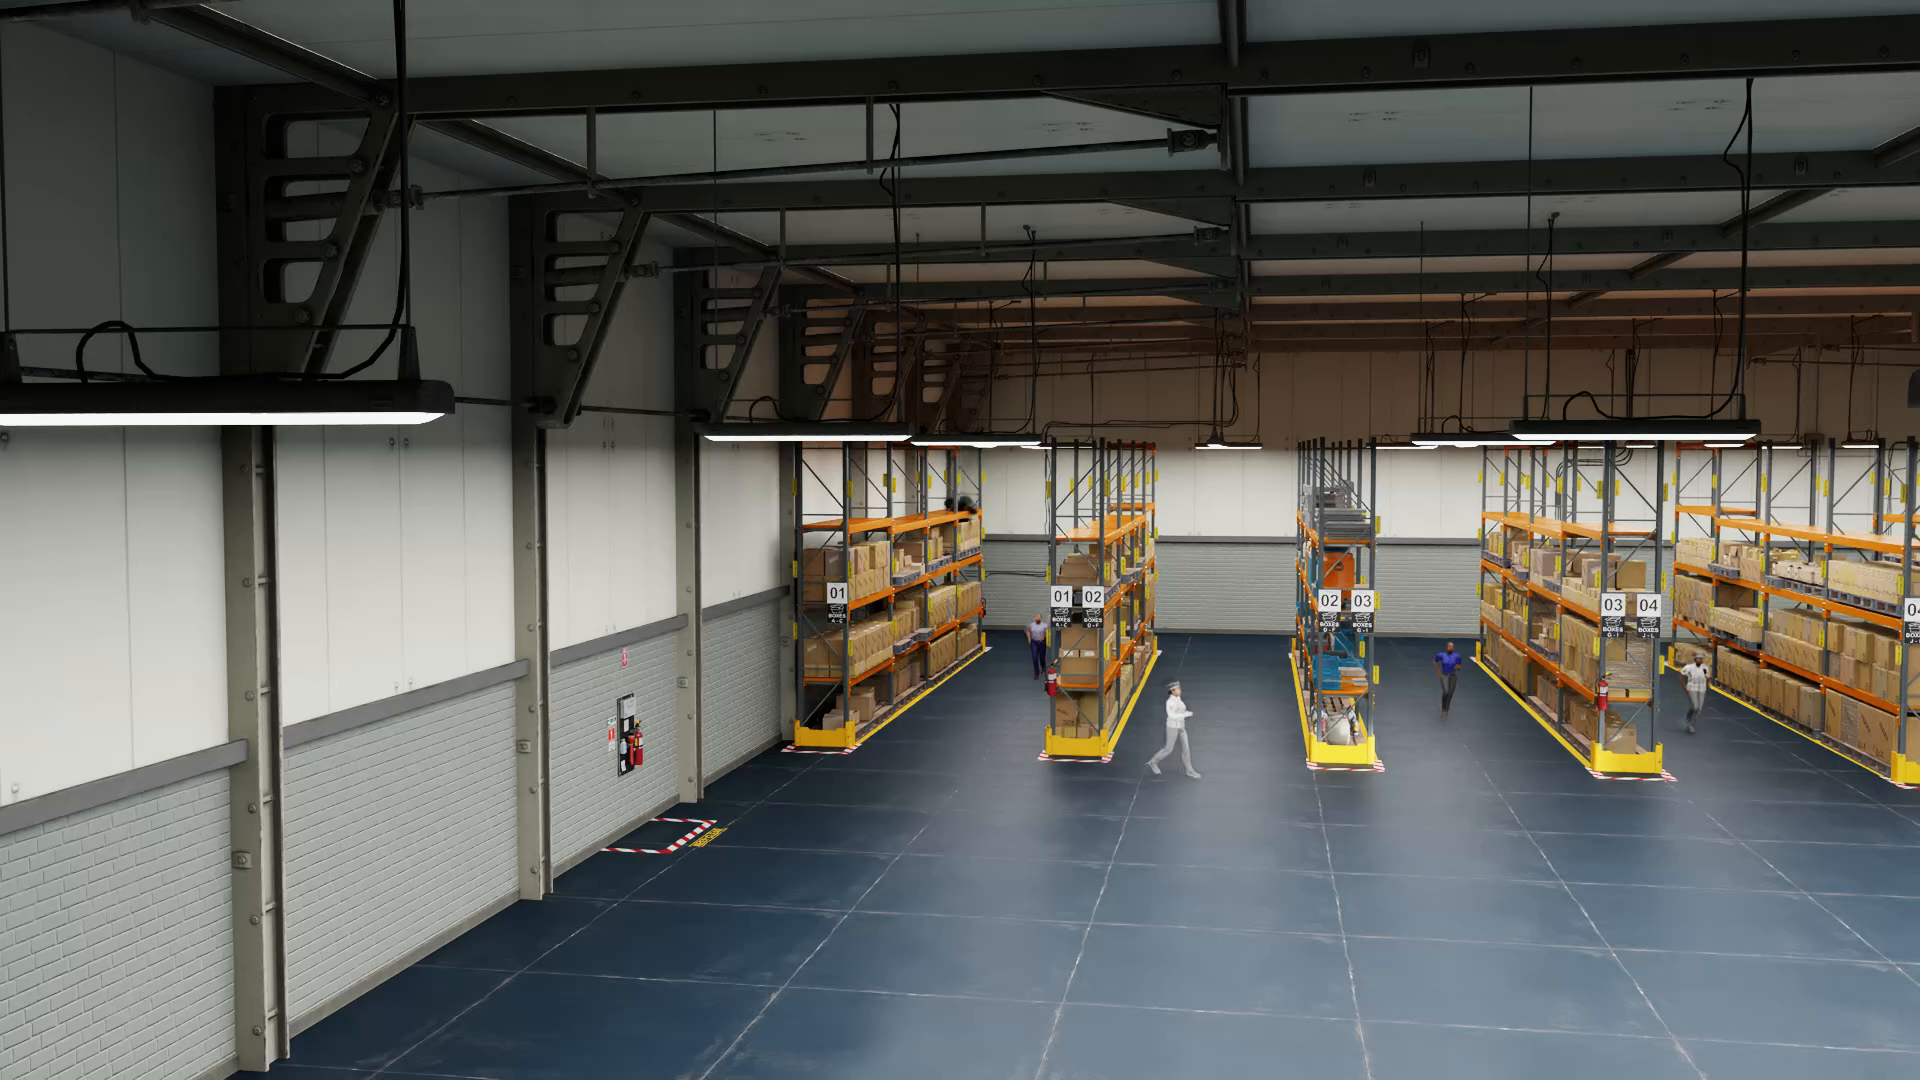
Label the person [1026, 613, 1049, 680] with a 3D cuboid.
[{"bbox_3d":[1.957,2.643,41.651,0.613,1.636,0.726,0,3,9],"label":"person"}]

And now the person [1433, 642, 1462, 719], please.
[{"bbox_3d":[10.528,3.016,35.844,0.559,1.671,0.755,0,3,0],"label":"person"}]

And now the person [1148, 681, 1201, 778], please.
[{"bbox_3d":[3.773,3.307,29.154,0.940,1.675,0.616,2,4,32],"label":"person"}]

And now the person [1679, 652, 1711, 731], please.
[{"bbox_3d":[15.038,3.093,33.943,0.576,1.654,0.603,0,3,-1],"label":"person"}]
